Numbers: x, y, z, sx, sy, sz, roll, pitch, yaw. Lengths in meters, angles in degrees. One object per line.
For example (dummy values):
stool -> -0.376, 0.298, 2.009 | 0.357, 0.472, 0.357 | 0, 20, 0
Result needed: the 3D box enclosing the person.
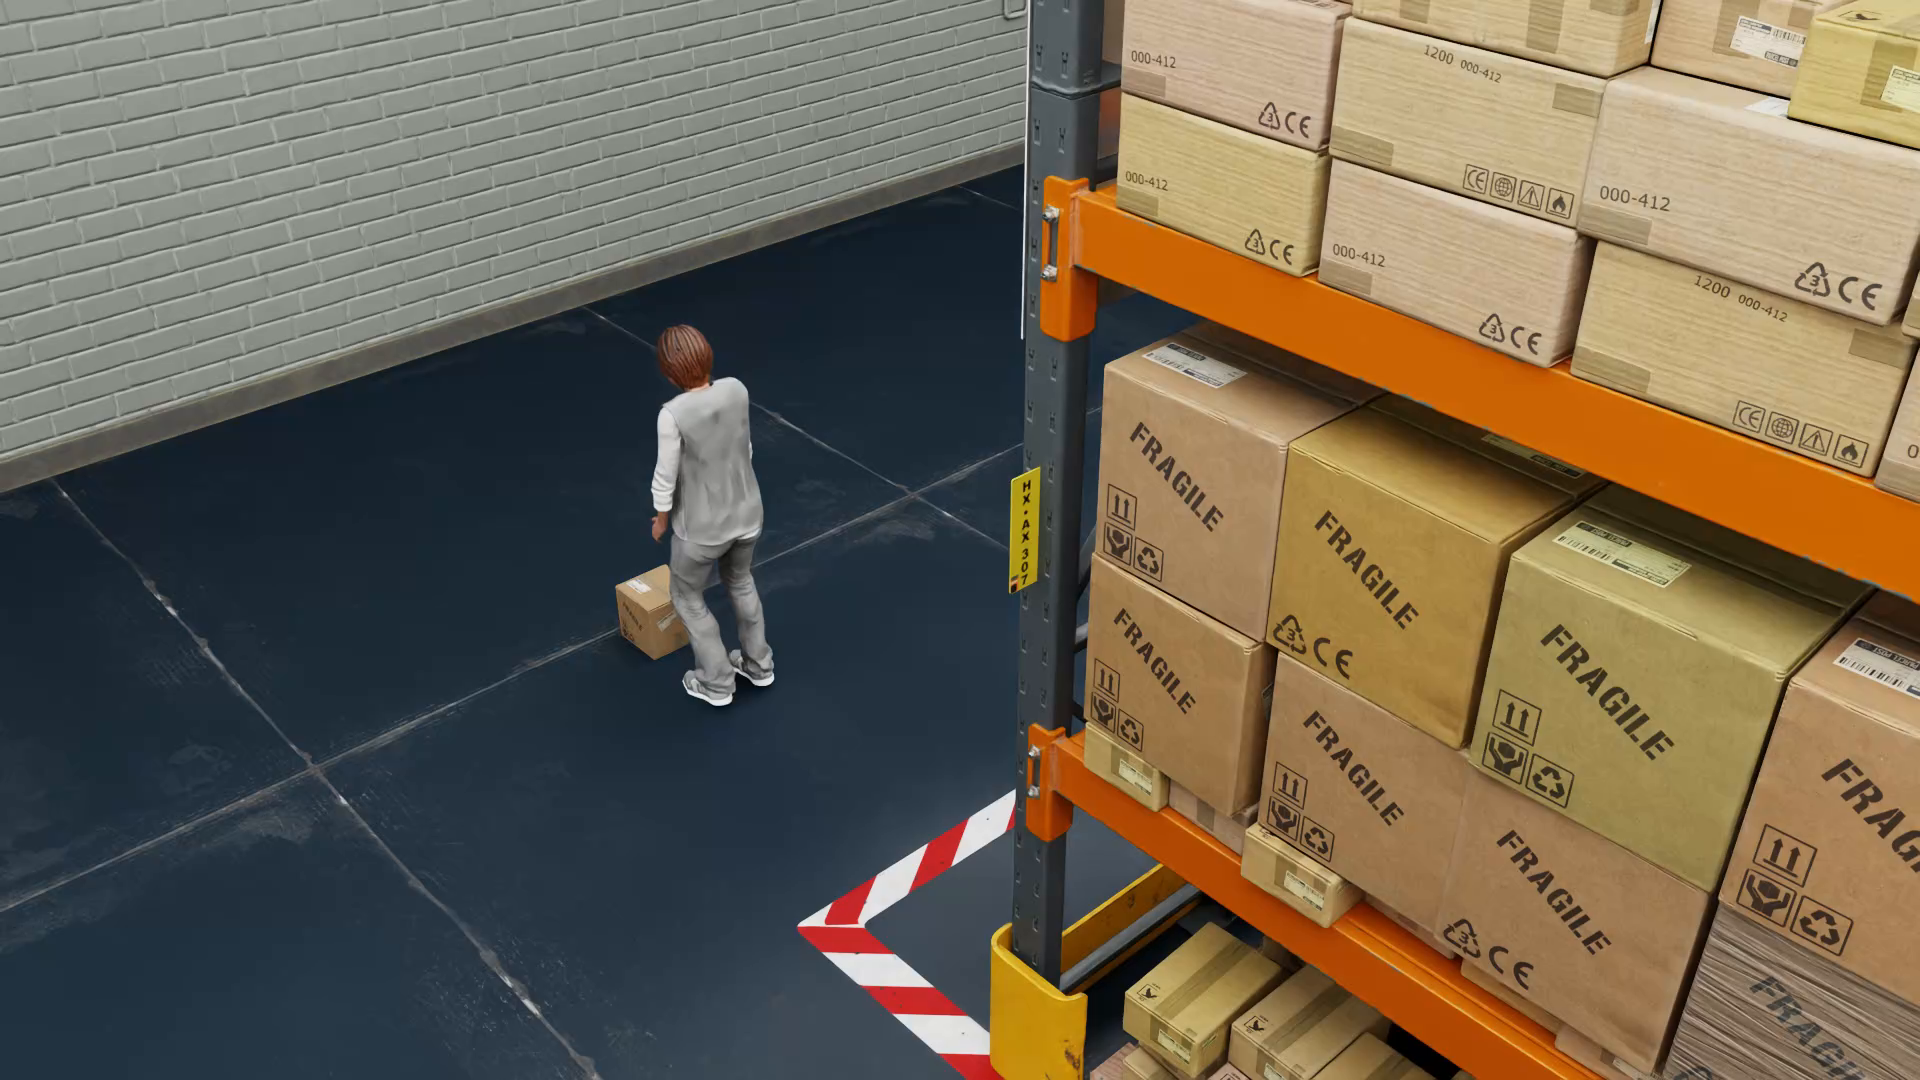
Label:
person -> -0.948, -0.056, 6.288 | 0.423, 1.550, 0.368 | -25, 40, -34
